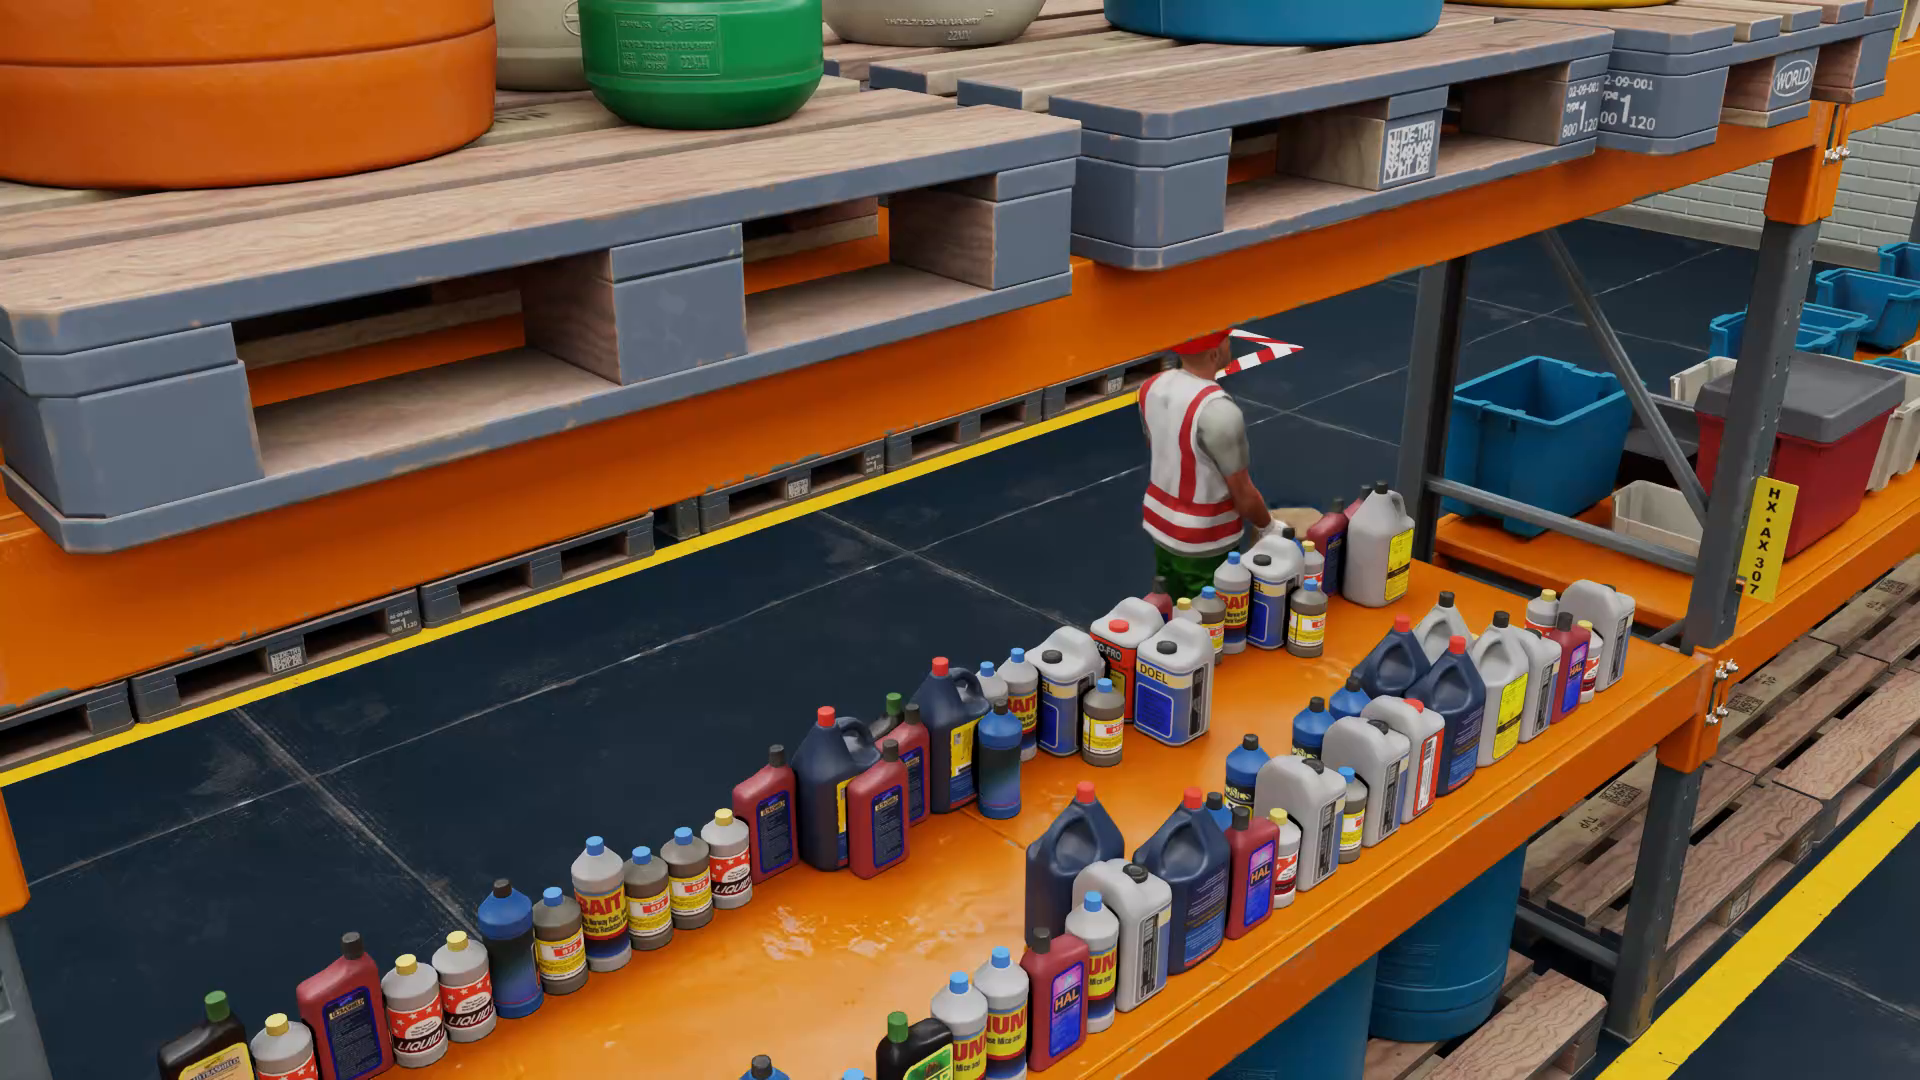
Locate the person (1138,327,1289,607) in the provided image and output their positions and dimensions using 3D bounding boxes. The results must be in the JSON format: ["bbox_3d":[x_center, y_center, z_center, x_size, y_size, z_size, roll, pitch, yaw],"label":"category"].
[{"bbox_3d":[0.916,-0.025,6.125,0.466,1.791,0.556,-11,26,-23],"label":"person"}]
